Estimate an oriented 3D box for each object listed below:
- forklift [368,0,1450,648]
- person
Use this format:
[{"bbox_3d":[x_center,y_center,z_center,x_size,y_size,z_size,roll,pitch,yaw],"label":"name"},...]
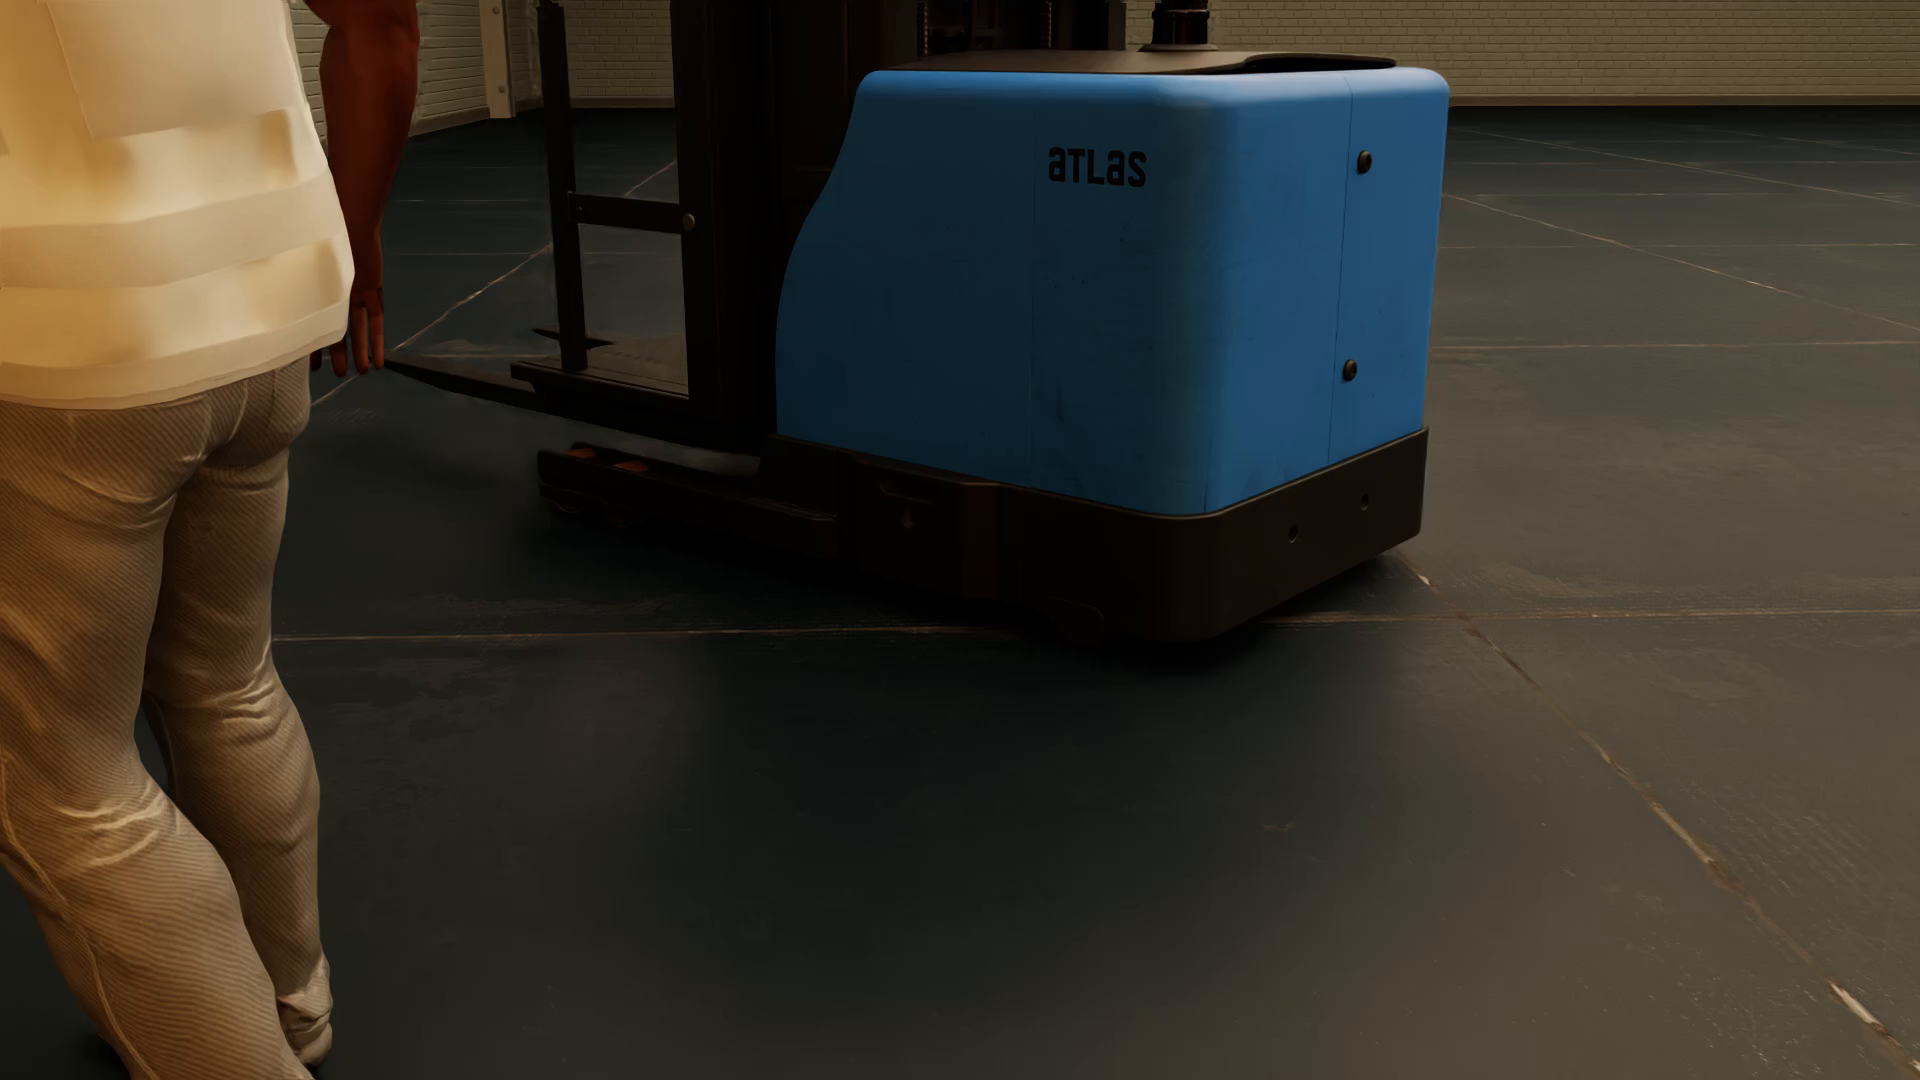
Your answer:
[{"bbox_3d":[-0.414,-1.532,3.916,3.031,2.935,1.130,14,22,38],"label":"forklift"},{"bbox_3d":[-0.845,-0.190,1.547,0.498,1.752,0.774,6,18,18],"label":"person"}]
